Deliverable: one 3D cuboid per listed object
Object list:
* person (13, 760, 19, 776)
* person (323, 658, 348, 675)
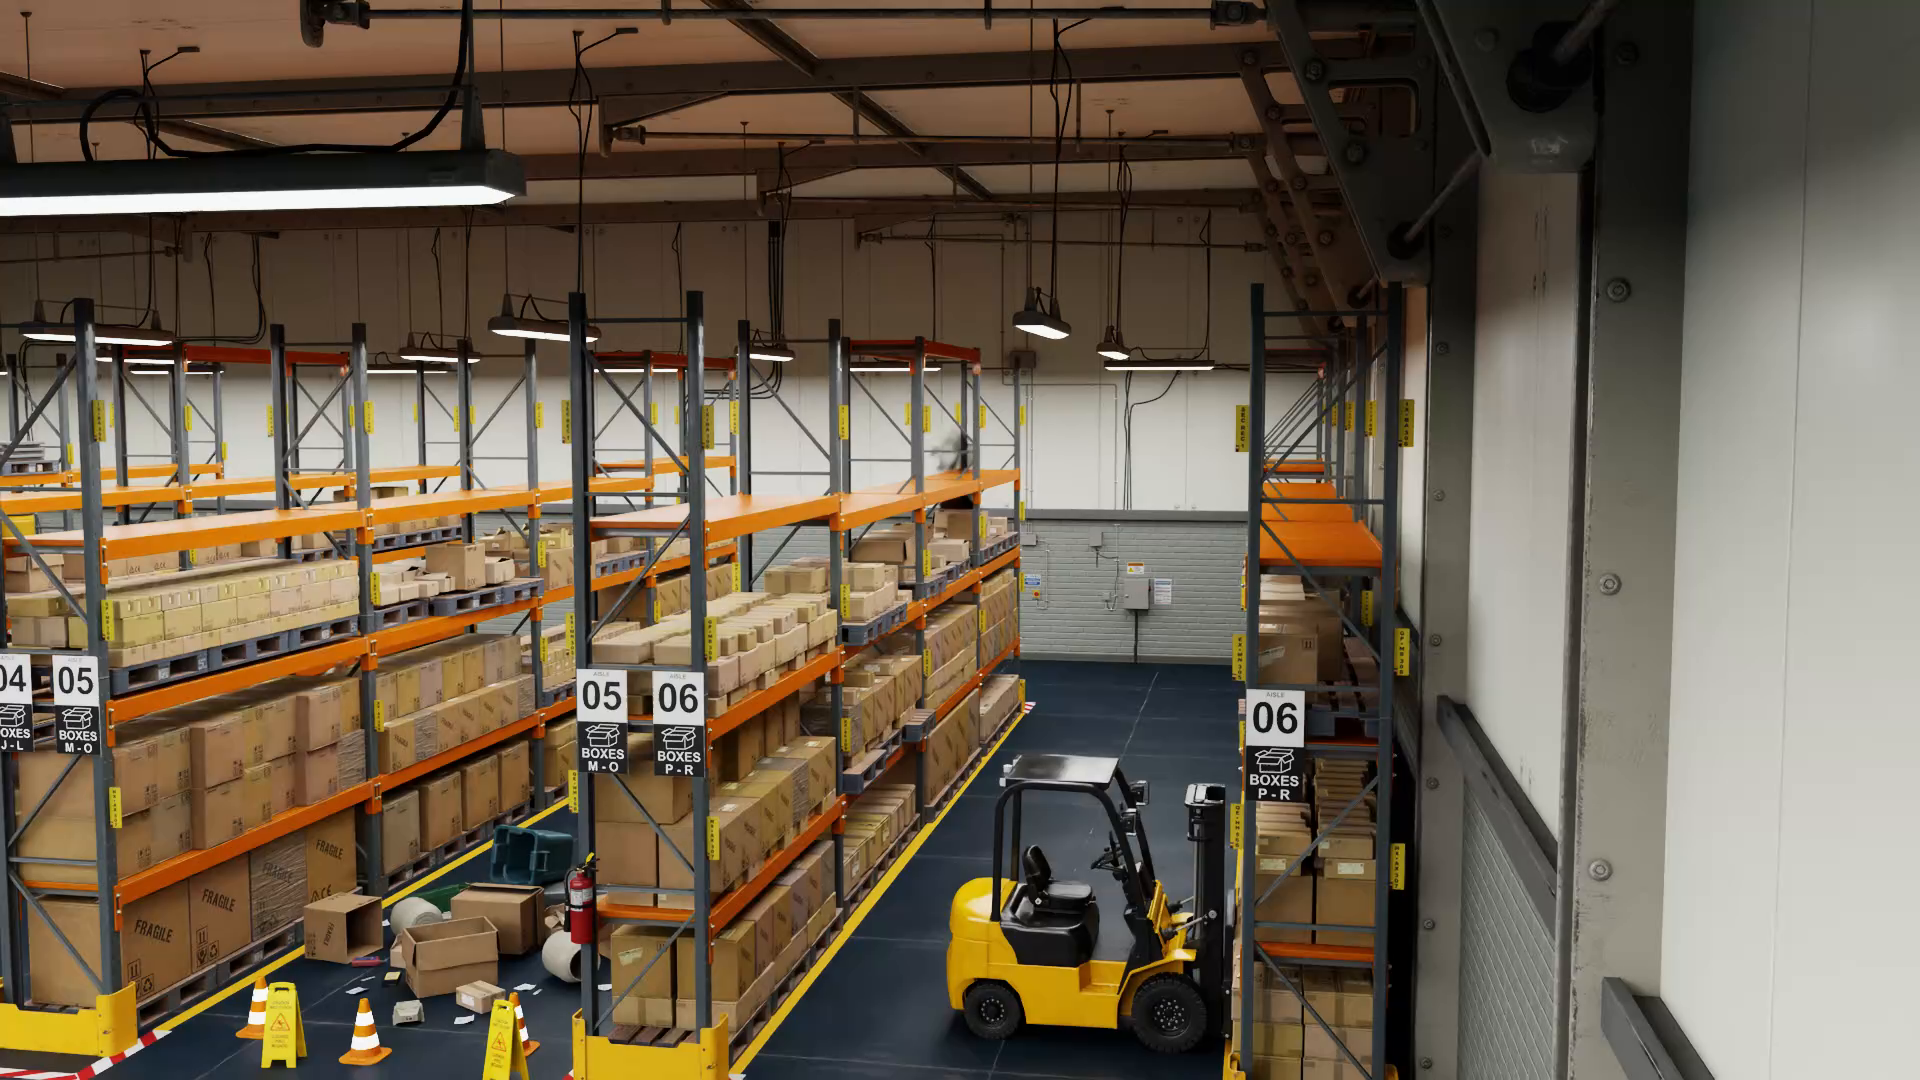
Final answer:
[{"bbox_3d":[-12.398,2.659,21.429,0.670,1.645,0.830,0,5,-1],"label":"person"},{"bbox_3d":[-8.653,2.400,23.258,0.666,1.767,0.957,1,5,6],"label":"person"}]
